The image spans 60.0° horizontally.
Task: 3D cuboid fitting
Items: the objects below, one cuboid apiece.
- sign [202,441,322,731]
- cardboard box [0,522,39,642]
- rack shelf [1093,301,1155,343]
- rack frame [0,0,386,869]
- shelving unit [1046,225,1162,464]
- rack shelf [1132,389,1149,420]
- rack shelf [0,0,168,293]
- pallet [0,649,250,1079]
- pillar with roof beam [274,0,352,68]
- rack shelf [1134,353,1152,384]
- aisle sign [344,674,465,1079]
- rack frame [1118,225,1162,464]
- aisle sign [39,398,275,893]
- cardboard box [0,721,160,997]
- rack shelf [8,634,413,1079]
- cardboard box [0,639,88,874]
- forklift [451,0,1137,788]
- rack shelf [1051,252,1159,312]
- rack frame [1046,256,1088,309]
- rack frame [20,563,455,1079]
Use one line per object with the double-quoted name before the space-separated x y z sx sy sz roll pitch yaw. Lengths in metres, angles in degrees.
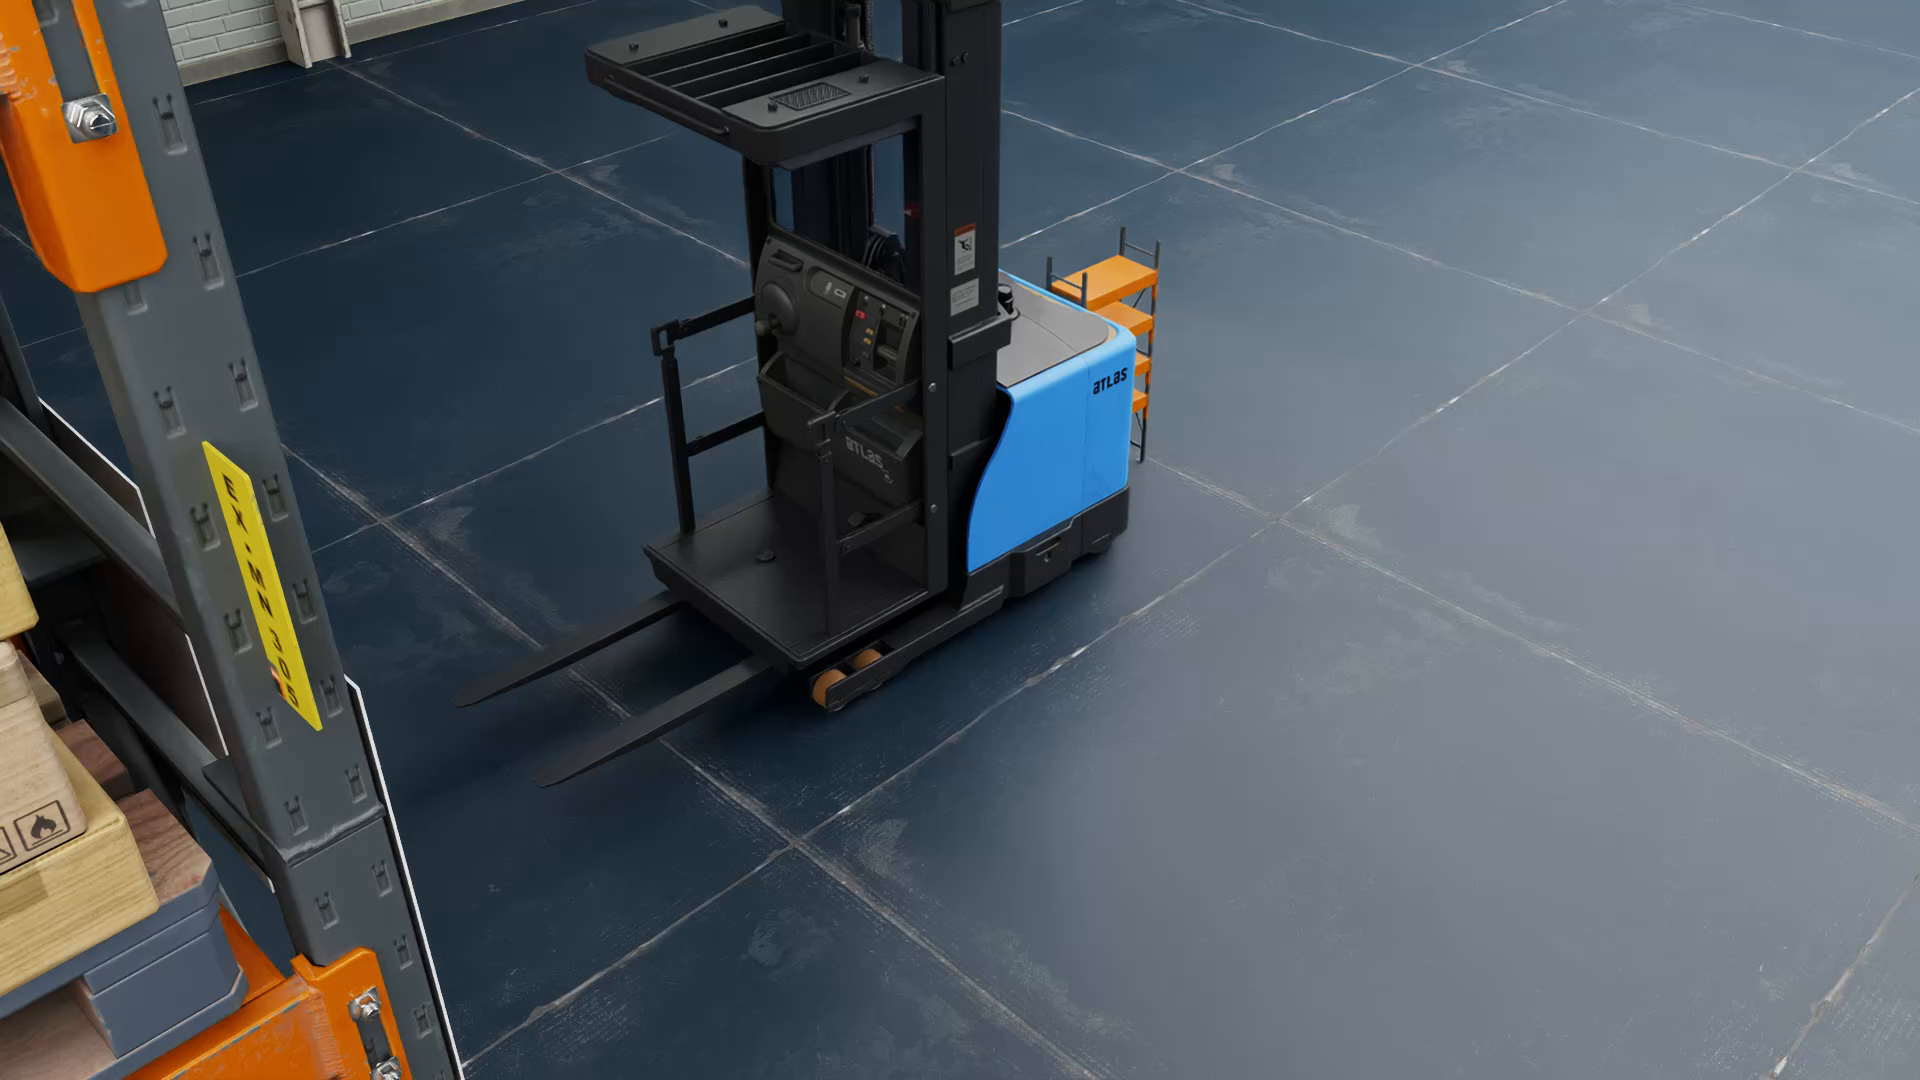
"sign" -0.723 0.053 1.725 0.100 0.325 0.005 30 45 35
"cardboard box" -1.095 -0.005 1.580 0.250 0.149 0.380 -29 44 -35
"rack shelf" 0.657 -0.958 7.801 0.480 0.148 0.258 -28 44 -34
"rack frame" -1.098 -1.071 1.419 1.000 3.000 0.127 30 45 35
"shelving unit" 0.657 -0.829 7.890 0.503 1.200 0.258 -28 44 -34
"rack shelf" 0.657 -0.611 8.042 0.480 0.148 0.258 -28 44 -34
"rack shelf" -2.507 0.200 0.575 1.077 0.370 4.000 30 45 35
"pallet" -1.613 0.501 1.865 1.003 0.211 1.213 30 45 35
"pillar with roof beam" -2.055 -5.805 8.208 9.100 9.000 0.400 30 45 35
"rack shelf" 0.657 -0.774 7.929 0.480 0.148 0.258 -28 44 -34
"aisle sign" -0.835 0.415 2.260 0.394 0.787 0.004 30 45 35
"rack frame" 0.836 -0.924 8.026 0.015 1.200 0.240 -28 44 -34
"aisle sign" -1.261 0.173 2.607 0.394 0.787 0.004 30 45 35
"cardboard box" -1.092 0.320 1.811 0.380 0.149 0.250 29 44 35
"rack shelf" -2.507 1.266 1.319 1.077 0.370 4.000 30 45 35
"cardboard box" -1.245 0.197 1.640 0.500 0.250 0.500 -29 44 -35
"forklift" -0.645 -0.845 6.400 3.031 2.935 1.130 -28 44 -34
"rack shelf" 0.657 -1.152 7.665 0.480 0.148 0.258 -28 44 -34
"rack frame" 0.478 -0.734 7.754 0.015 1.200 0.240 -28 44 -34
"rack frame" -1.098 1.389 3.136 1.000 3.000 0.127 30 45 35
